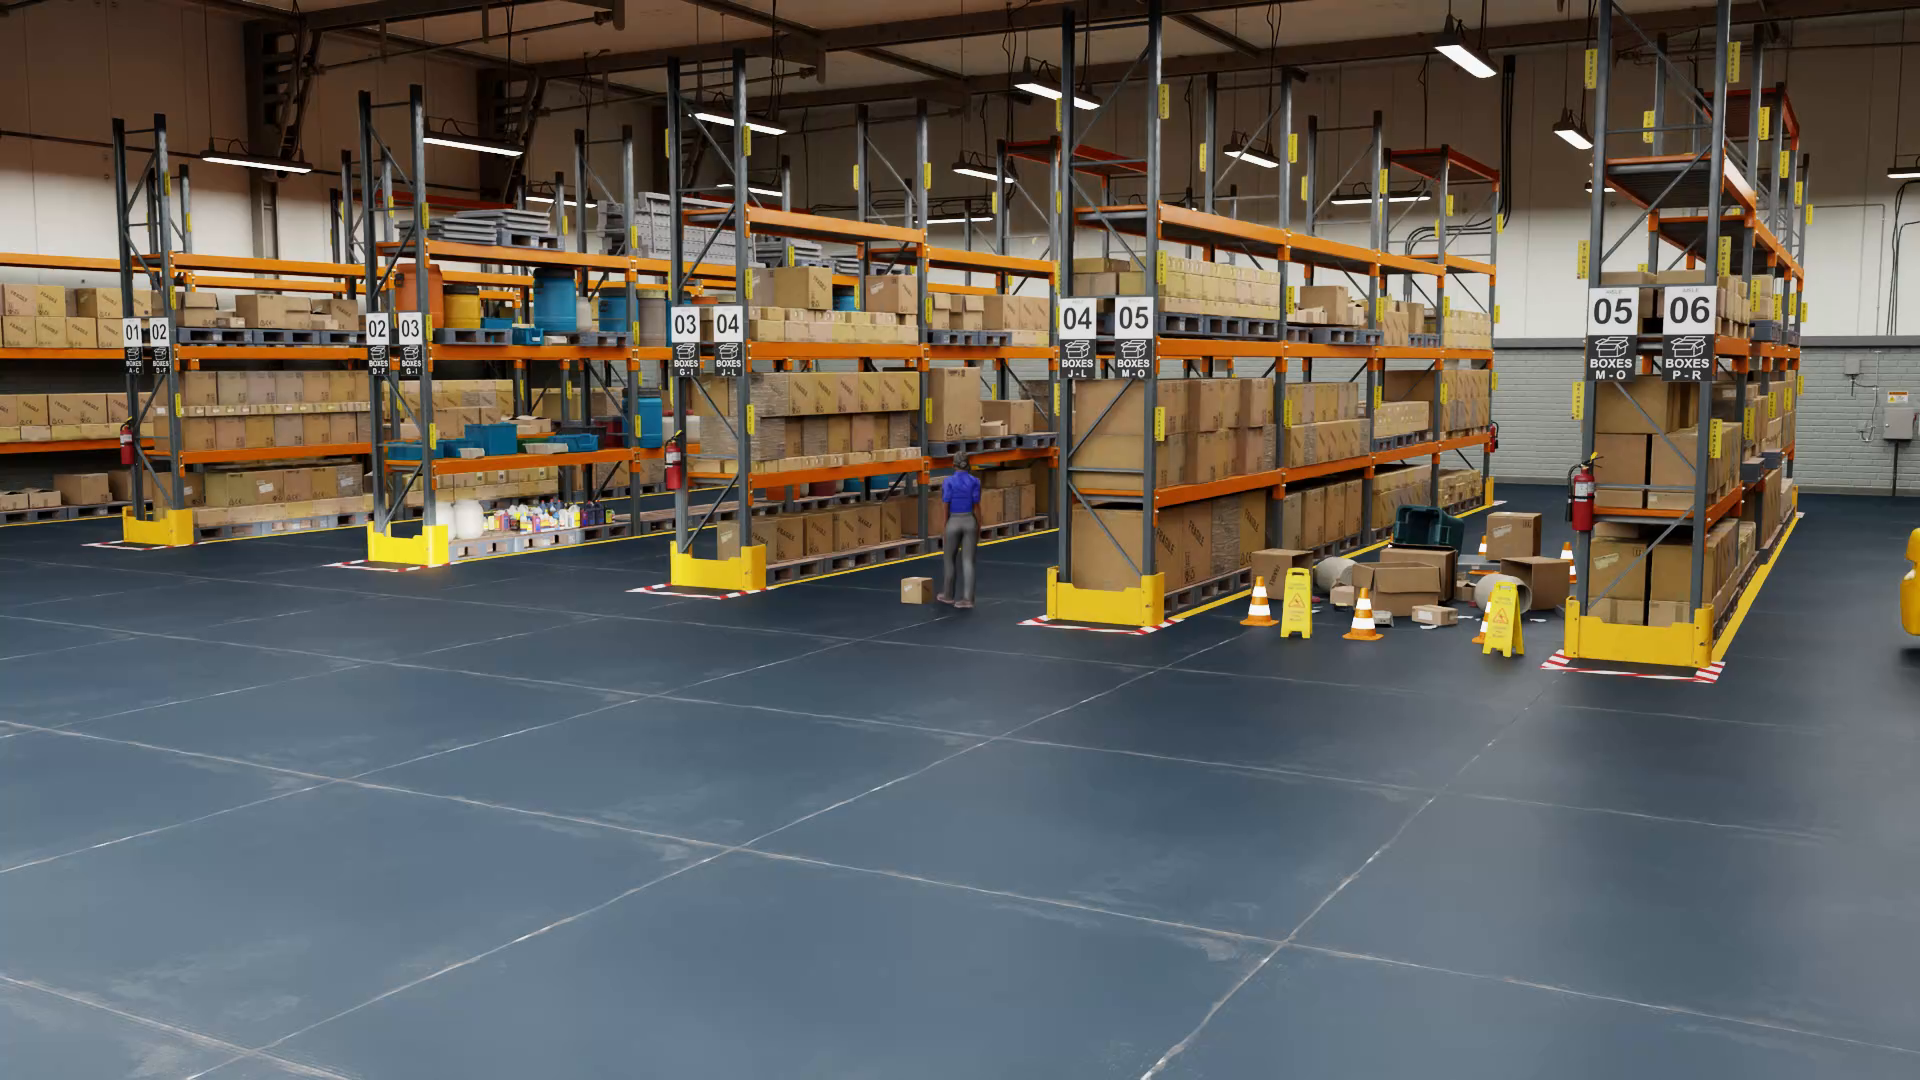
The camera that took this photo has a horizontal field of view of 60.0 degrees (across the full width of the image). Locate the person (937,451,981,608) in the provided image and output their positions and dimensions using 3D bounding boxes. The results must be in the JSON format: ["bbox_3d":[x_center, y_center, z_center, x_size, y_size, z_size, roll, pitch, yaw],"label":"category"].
[{"bbox_3d":[-0.007,-0.126,17.531,0.423,1.645,0.682,-1,6,-10],"label":"person"}]
